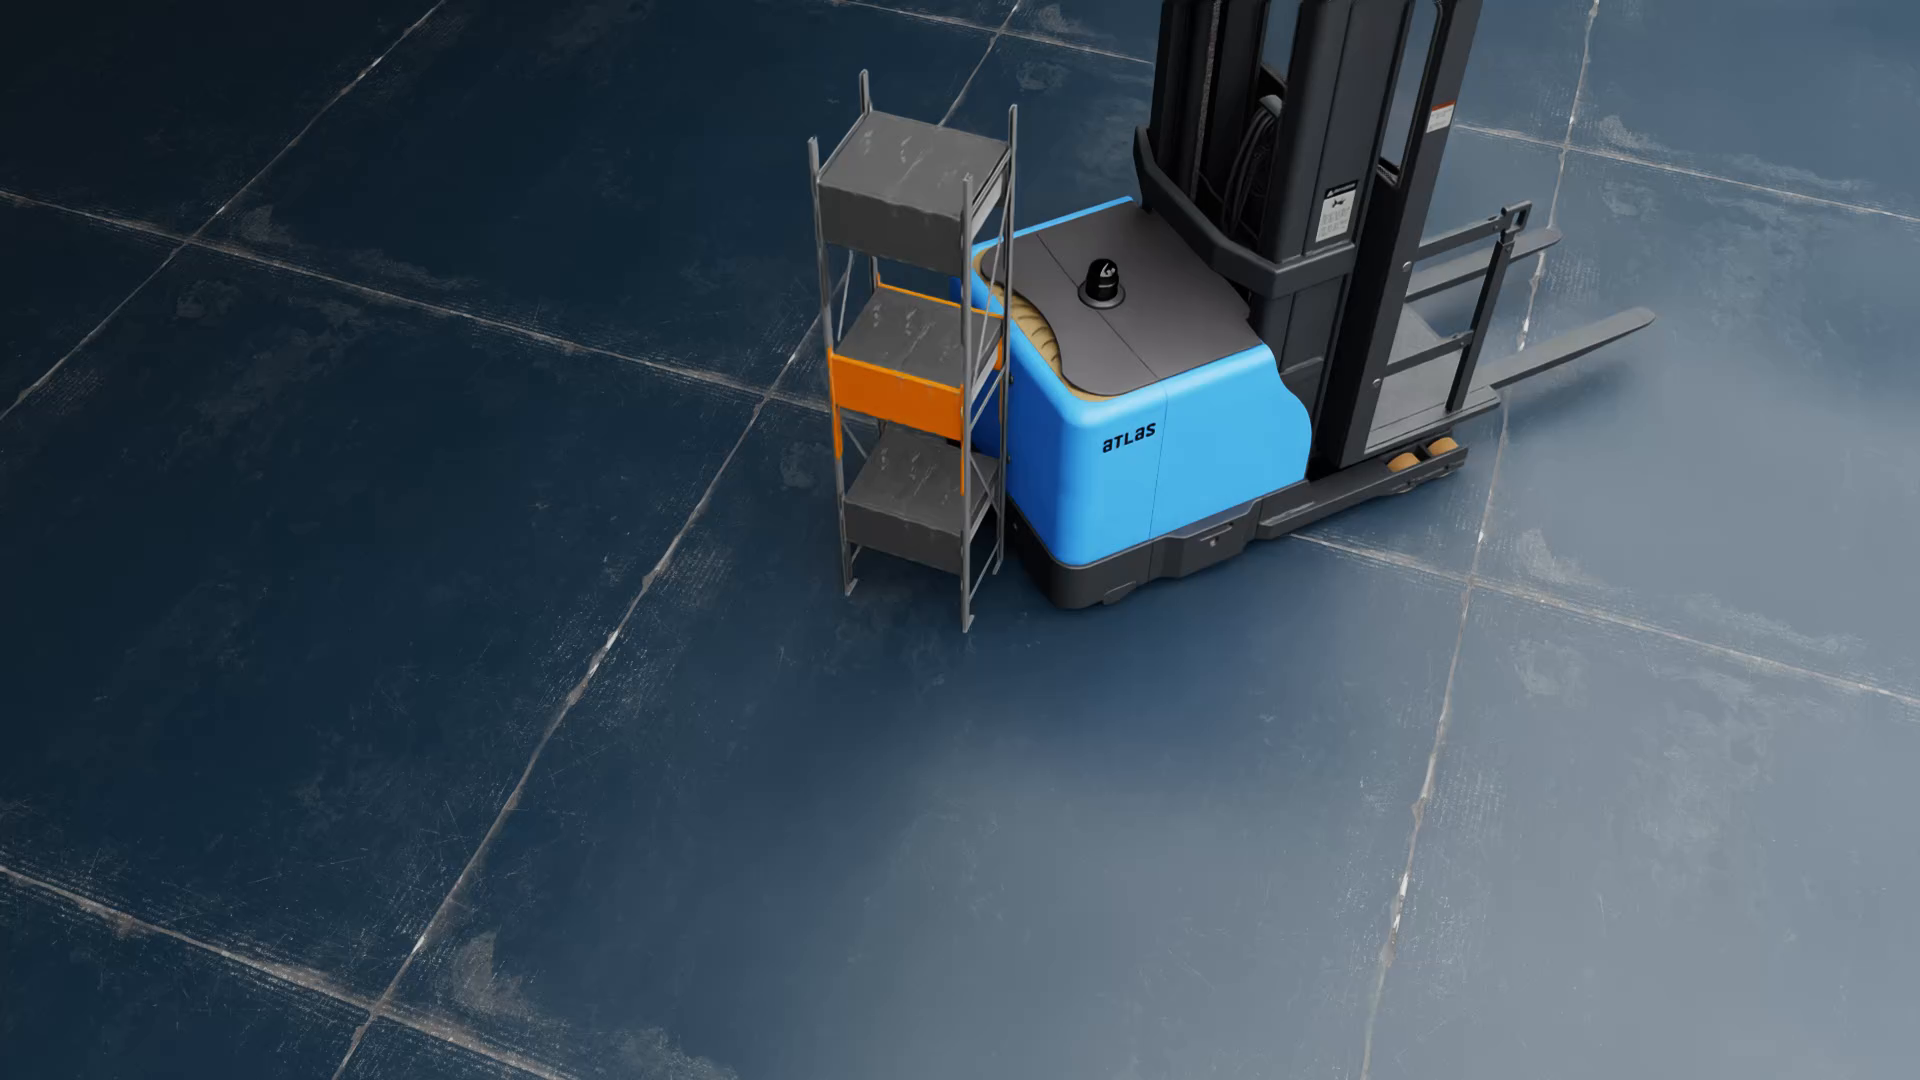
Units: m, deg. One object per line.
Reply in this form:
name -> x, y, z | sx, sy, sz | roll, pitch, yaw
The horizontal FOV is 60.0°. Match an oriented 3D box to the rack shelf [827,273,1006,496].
rack shelf -> -0.136, -0.533, 5.707 | 0.480, 0.518, 0.431 | 17, 51, 14

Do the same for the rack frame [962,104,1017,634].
rack frame -> 0.090, -0.473, 5.637 | 0.015, 2.100, 0.400 | 17, 51, 14

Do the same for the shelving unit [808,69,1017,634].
shelving unit -> -0.136, -0.542, 5.696 | 0.503, 2.100, 0.431 | 17, 51, 14

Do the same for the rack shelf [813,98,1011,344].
rack shelf -> -0.136, -0.991, 5.178 | 0.480, 0.518, 0.431 | 17, 51, 14

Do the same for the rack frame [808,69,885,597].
rack frame -> -0.363, -0.610, 5.756 | 0.015, 2.100, 0.400 | 17, 51, 14

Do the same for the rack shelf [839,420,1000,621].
rack shelf -> -0.136, -0.074, 6.236 | 0.480, 0.518, 0.431 | 17, 51, 14

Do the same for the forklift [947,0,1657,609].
forklift -> 1.500, -1.490, 5.969 | 3.031, 2.935, 1.130 | -21, 52, -17
